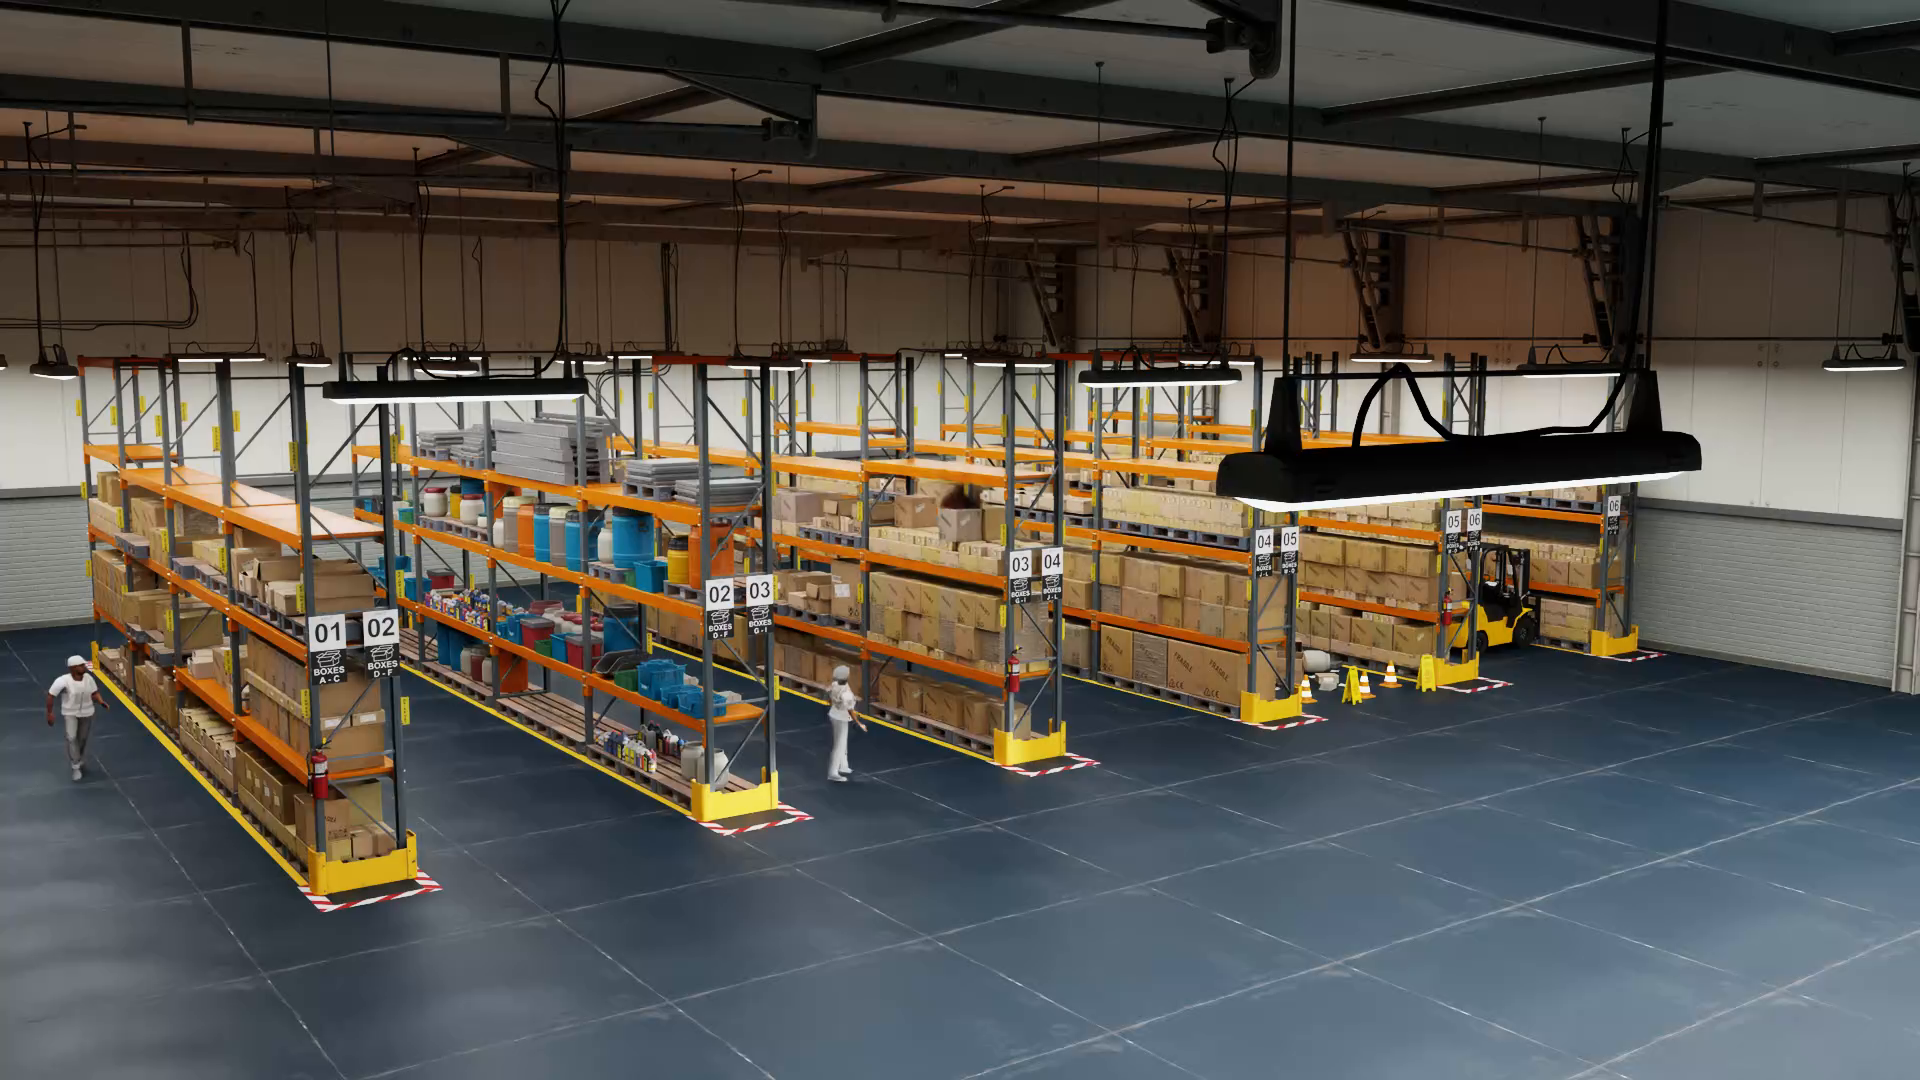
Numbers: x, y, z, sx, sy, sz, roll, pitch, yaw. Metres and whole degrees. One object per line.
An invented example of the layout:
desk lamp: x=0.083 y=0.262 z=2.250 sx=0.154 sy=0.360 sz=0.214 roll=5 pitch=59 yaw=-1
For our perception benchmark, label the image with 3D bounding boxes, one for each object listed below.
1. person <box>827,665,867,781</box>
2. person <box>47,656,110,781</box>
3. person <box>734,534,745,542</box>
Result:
person: x=-1.684 y=2.631 z=24.021 sx=0.595 sy=1.724 sz=0.643 roll=-3 pitch=7 yaw=-20
person: x=-12.869 y=2.549 z=24.260 sx=0.786 sy=1.744 sz=1.003 roll=-5 pitch=8 yaw=-35
person: x=-5.638 y=0.290 z=42.943 sx=0.932 sy=1.625 sz=0.501 roll=3 pitch=8 yaw=26
